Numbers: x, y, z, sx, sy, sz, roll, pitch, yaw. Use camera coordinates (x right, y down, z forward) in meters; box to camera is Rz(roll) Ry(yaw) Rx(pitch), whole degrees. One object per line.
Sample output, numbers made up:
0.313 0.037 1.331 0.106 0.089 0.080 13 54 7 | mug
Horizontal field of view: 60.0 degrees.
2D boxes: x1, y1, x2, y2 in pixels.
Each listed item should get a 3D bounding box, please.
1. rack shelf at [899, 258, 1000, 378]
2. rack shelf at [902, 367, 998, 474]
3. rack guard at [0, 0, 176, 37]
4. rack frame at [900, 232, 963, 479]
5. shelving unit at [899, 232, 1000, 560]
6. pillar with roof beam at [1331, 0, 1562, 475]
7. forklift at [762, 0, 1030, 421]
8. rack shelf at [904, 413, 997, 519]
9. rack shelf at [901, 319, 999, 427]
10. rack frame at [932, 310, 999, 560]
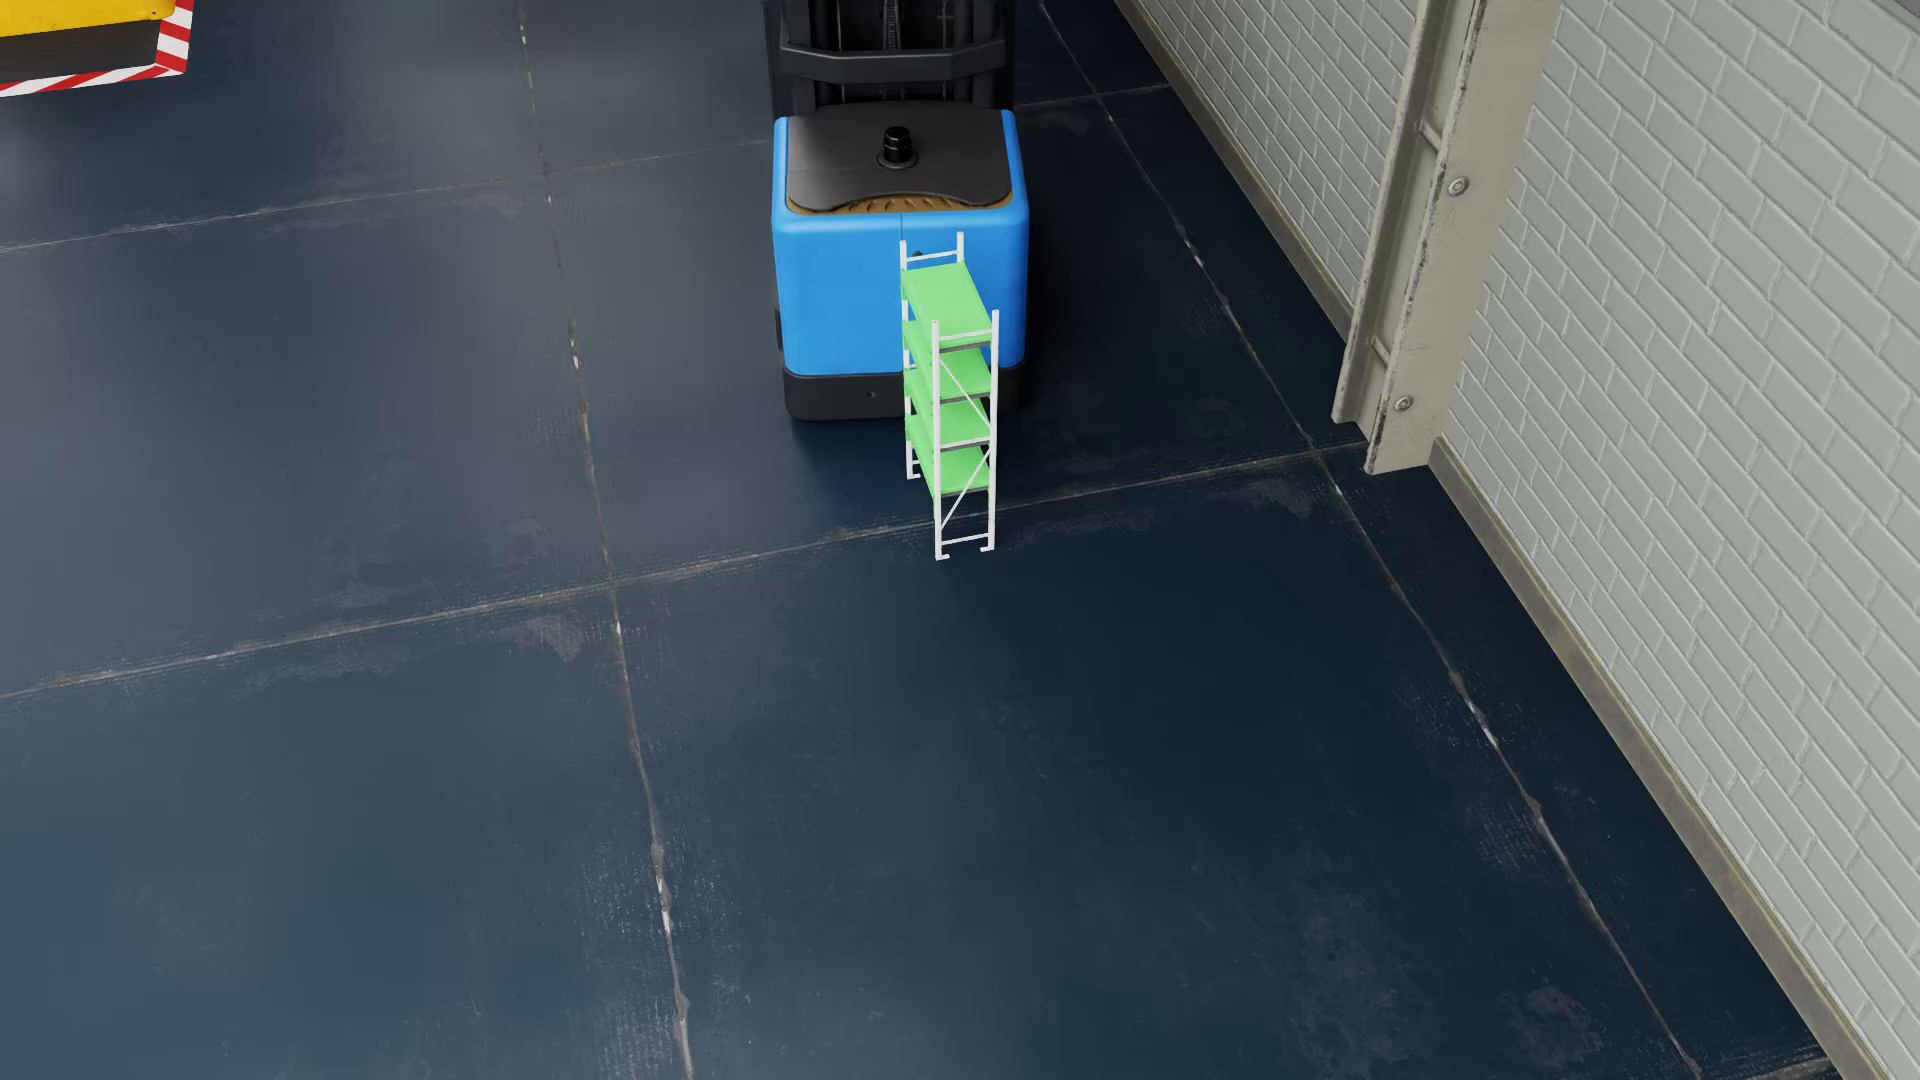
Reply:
-0.042 -0.825 6.136 0.258 0.148 0.480 -11 47 -10 | rack shelf
-0.042 -0.490 6.479 0.258 0.148 0.480 -11 47 -10 | rack shelf
-5.224 -3.252 9.587 1.175 0.500 0.348 -11 47 -10 | rack guard
-0.105 -0.703 6.599 0.240 1.200 0.015 -11 47 -10 | rack frame
-0.042 -0.534 6.433 0.258 1.200 0.503 -11 47 -10 | shelving unit
-2.339 -2.801 3.194 9.100 9.000 0.400 -11 47 -10 | pillar with roof beam
-0.318 -2.586 7.232 1.130 2.935 3.031 -3 46 -2 | forklift
-0.042 -0.322 6.651 0.258 0.148 0.480 -11 47 -10 | rack shelf
-0.042 -0.658 6.308 0.258 0.148 0.480 -11 47 -10 | rack shelf
0.020 -0.366 6.268 0.240 1.200 0.015 -11 47 -10 | rack frame
